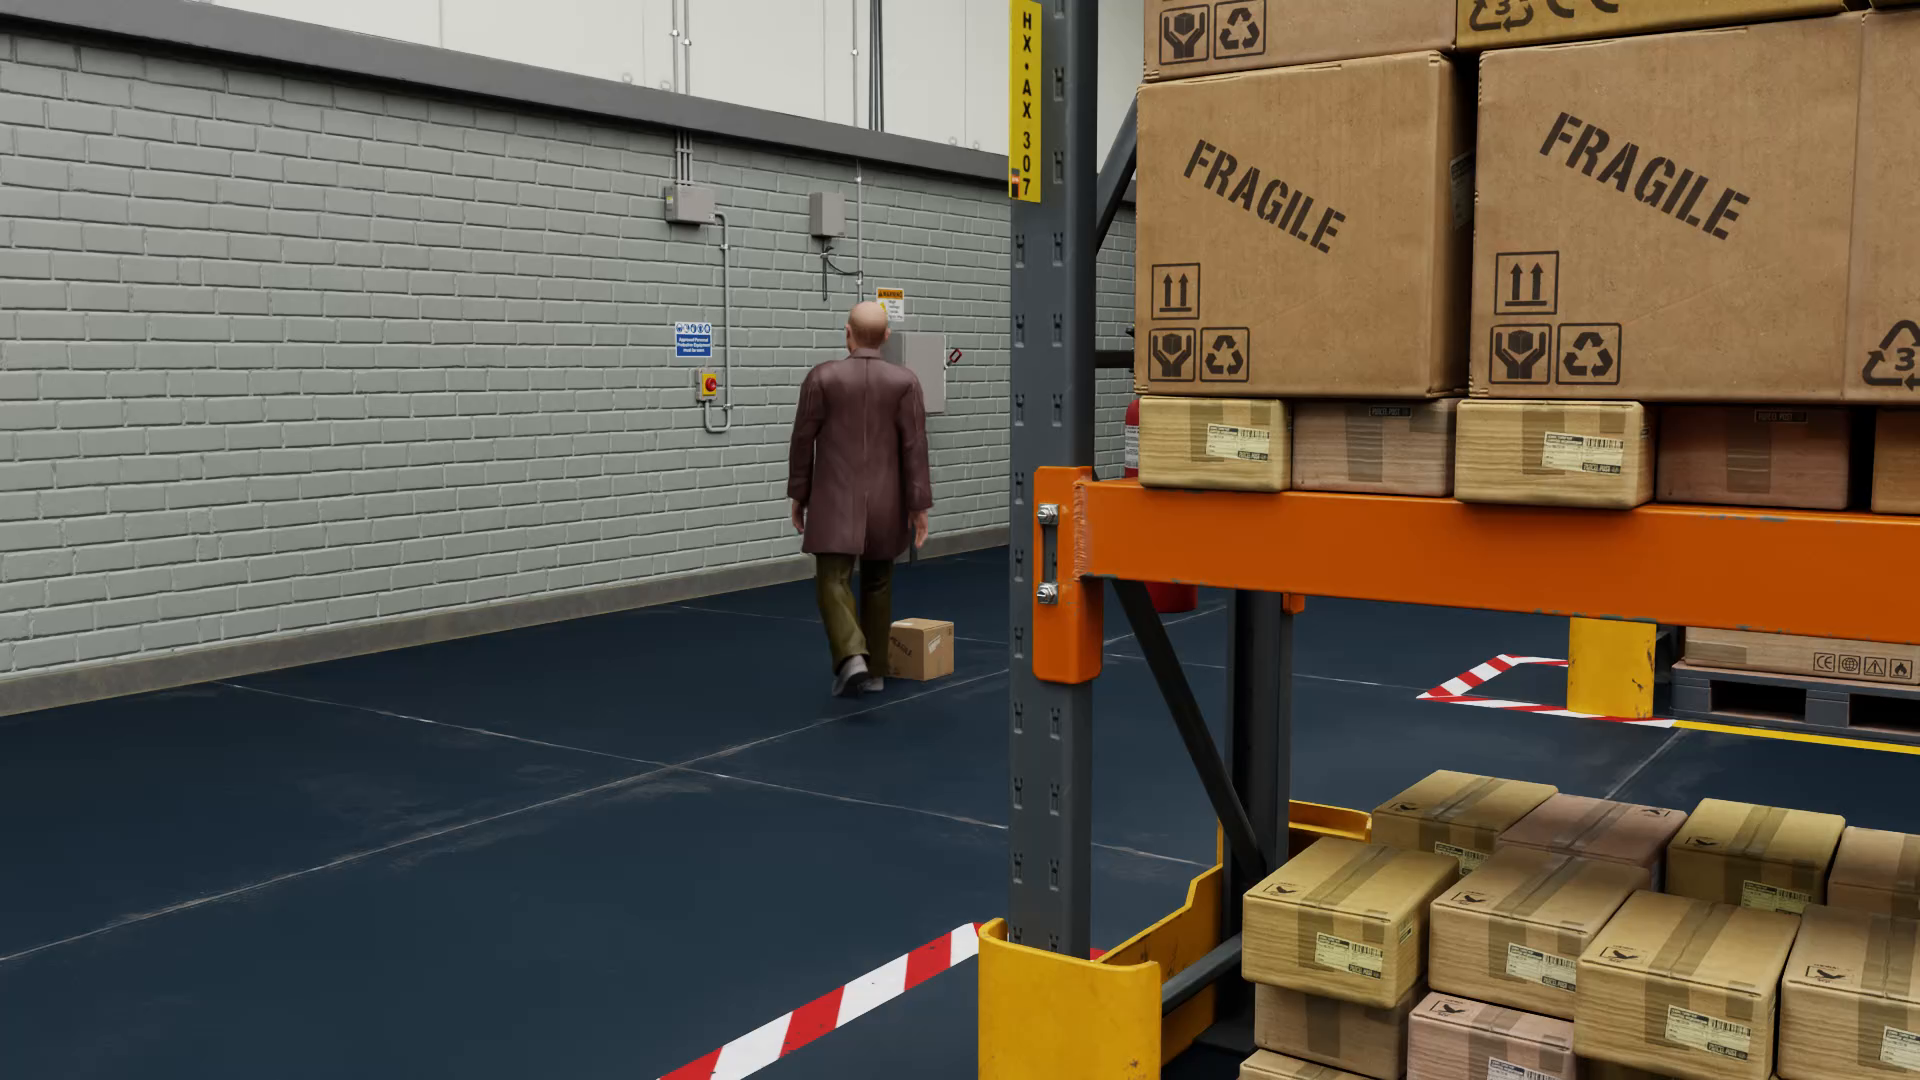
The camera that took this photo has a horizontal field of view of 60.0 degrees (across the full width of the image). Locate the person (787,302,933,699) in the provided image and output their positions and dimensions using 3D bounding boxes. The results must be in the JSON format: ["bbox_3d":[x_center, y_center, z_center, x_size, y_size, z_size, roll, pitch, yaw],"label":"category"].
[{"bbox_3d":[-0.438,-0.164,7.309,0.619,1.750,0.998,-1,6,-13],"label":"person"}]
